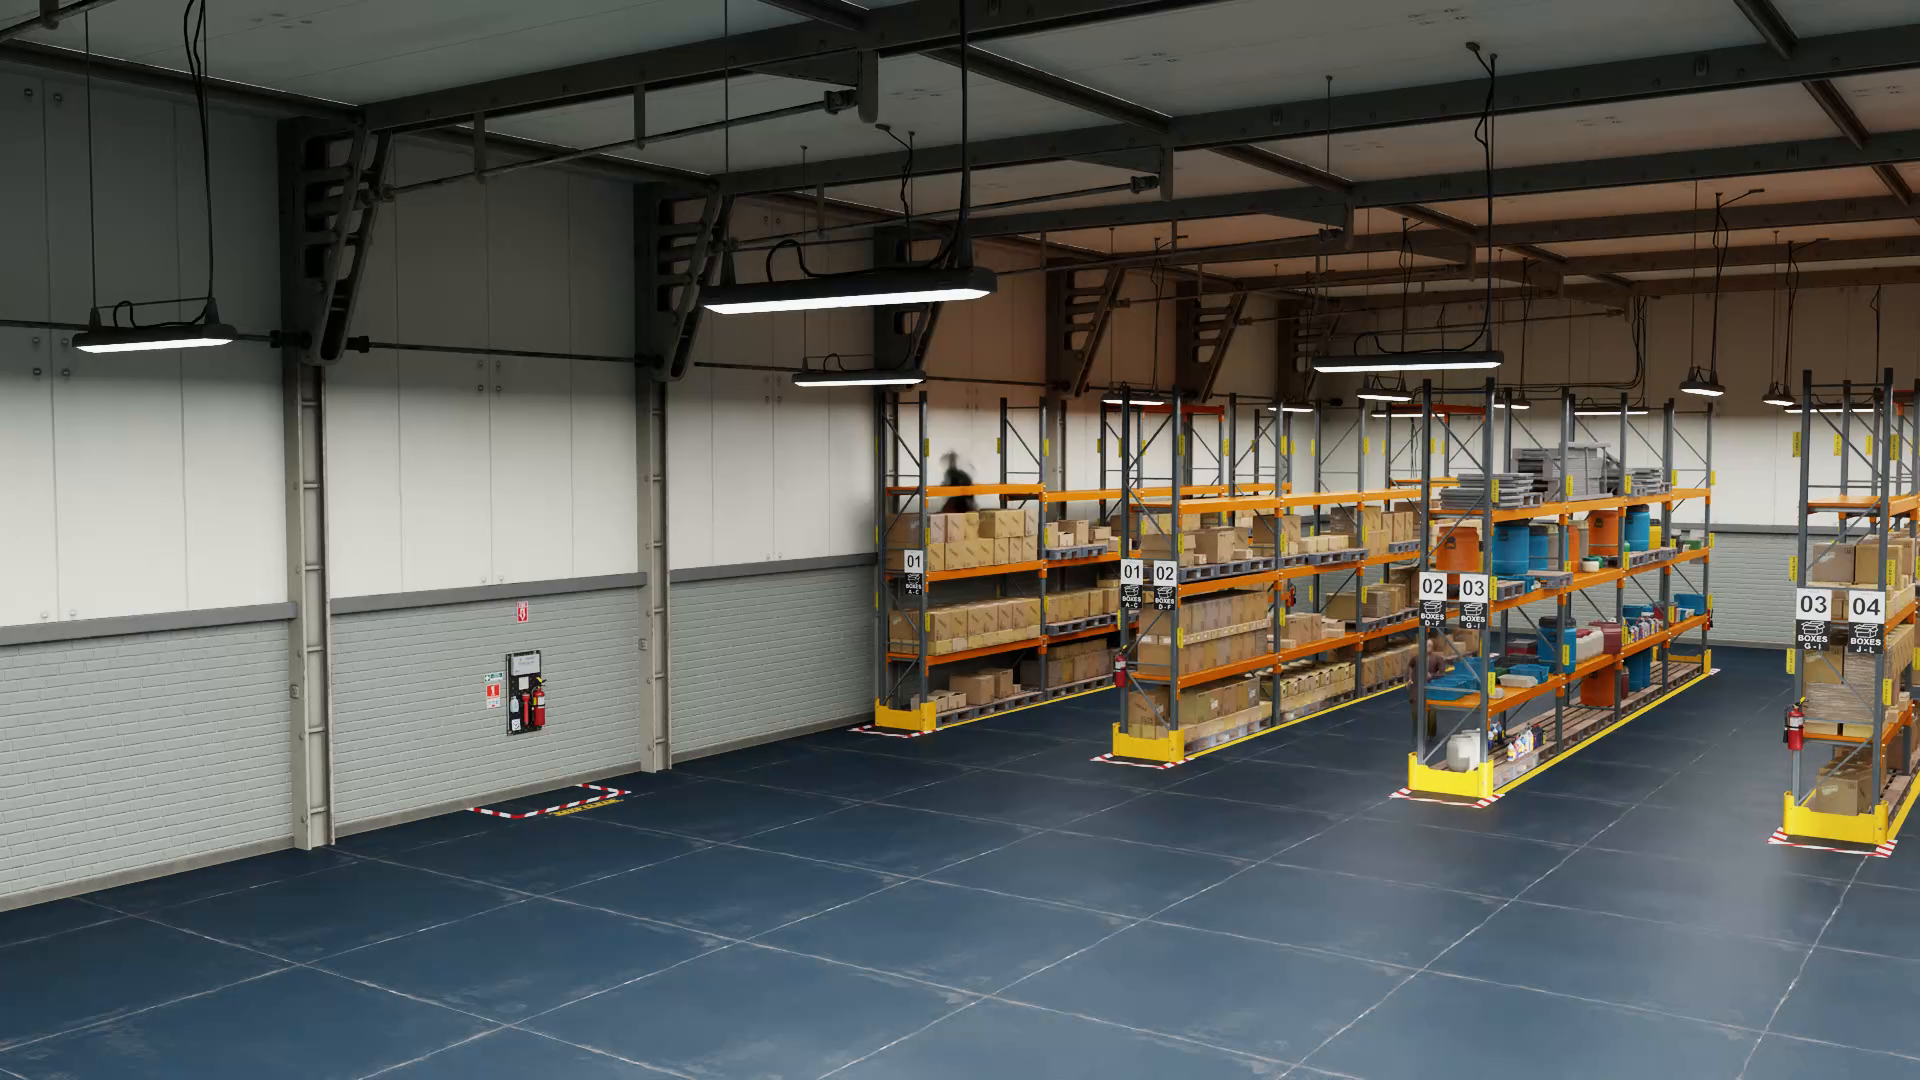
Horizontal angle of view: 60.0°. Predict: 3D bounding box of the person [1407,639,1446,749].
[{"bbox_3d":[7.795,2.575,27.834,0.675,1.846,0.829,1,3,24],"label":"person"}]
